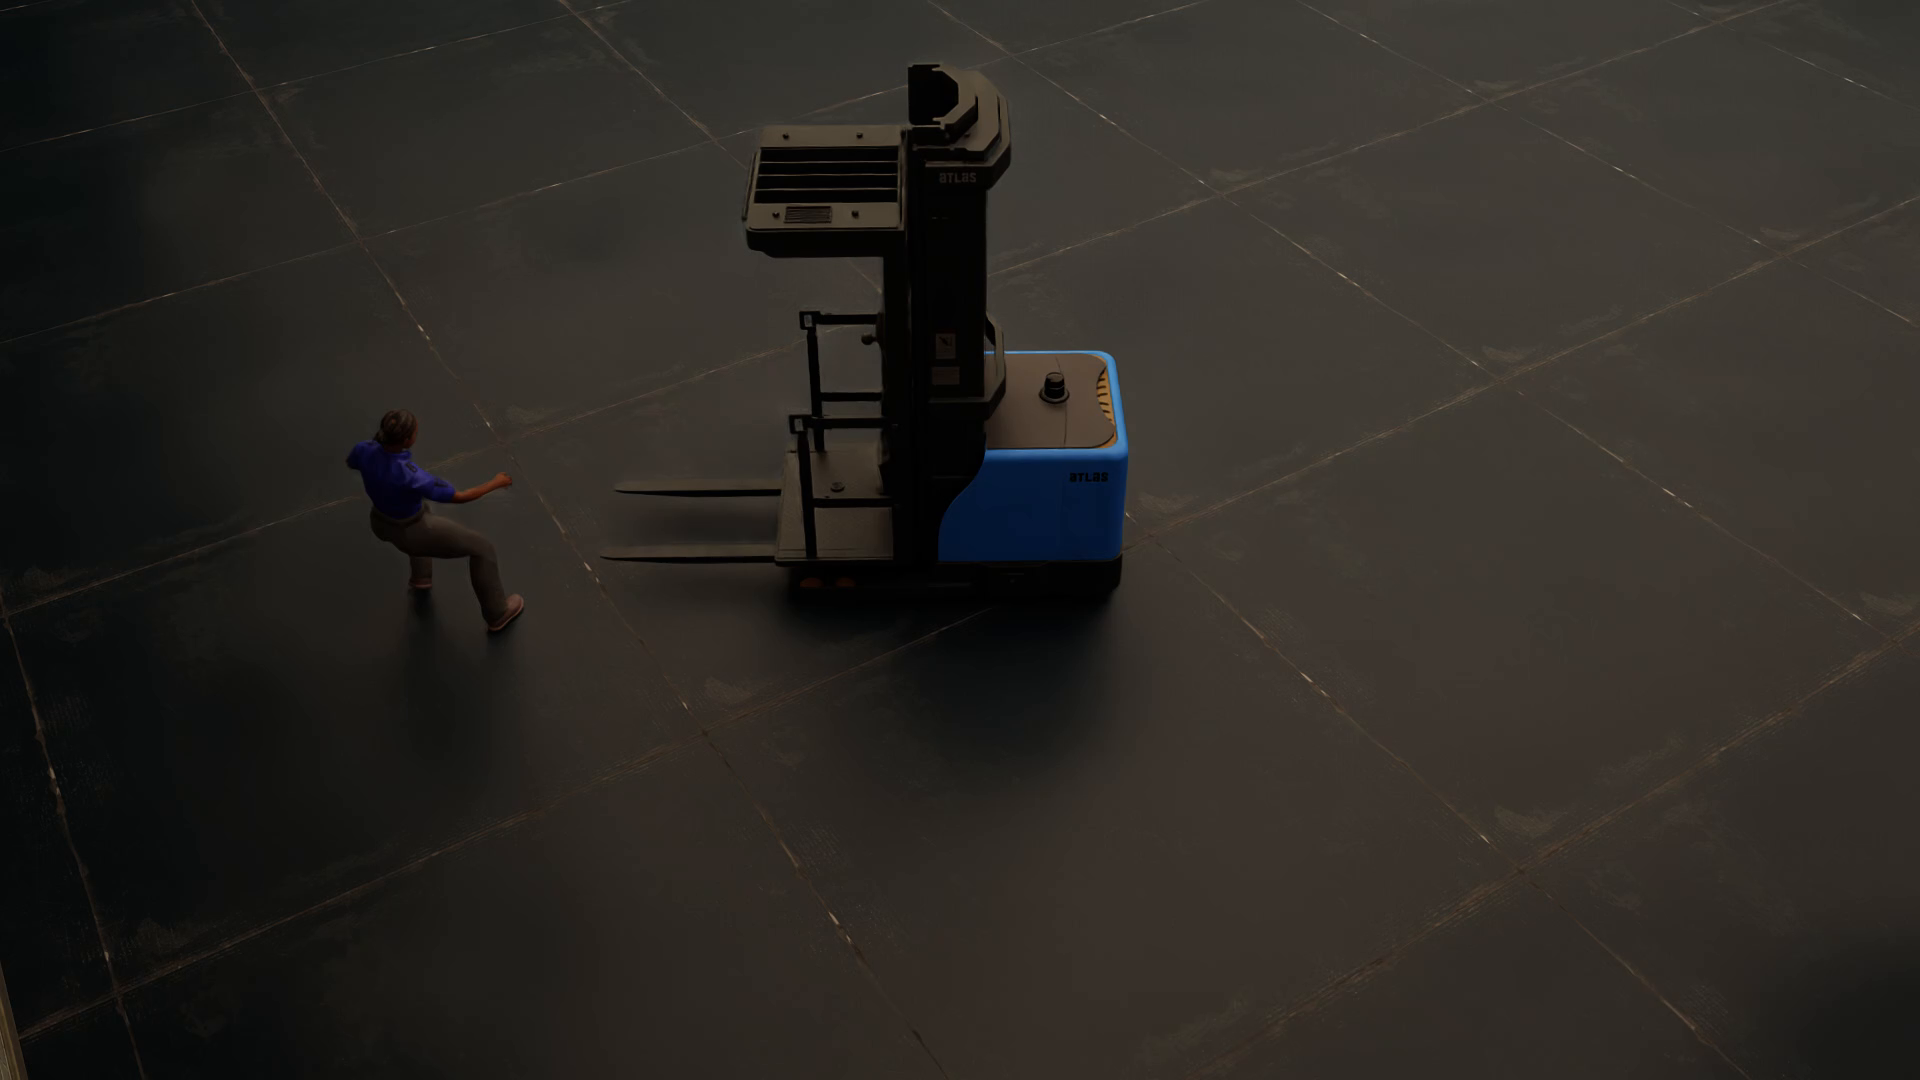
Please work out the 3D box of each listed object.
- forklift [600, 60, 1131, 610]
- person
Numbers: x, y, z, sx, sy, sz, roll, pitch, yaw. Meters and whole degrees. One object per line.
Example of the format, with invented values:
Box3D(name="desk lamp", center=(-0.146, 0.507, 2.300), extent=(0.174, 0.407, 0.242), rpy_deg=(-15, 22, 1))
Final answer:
Box3D(name="forklift", center=(-0.586, -1.058, 9.082), extent=(3.031, 2.935, 1.130), rpy_deg=(-2, 41, -3))
Box3D(name="person", center=(-2.944, -0.230, 9.254), extent=(0.890, 1.452, 0.690), rpy_deg=(23, 46, 24))
